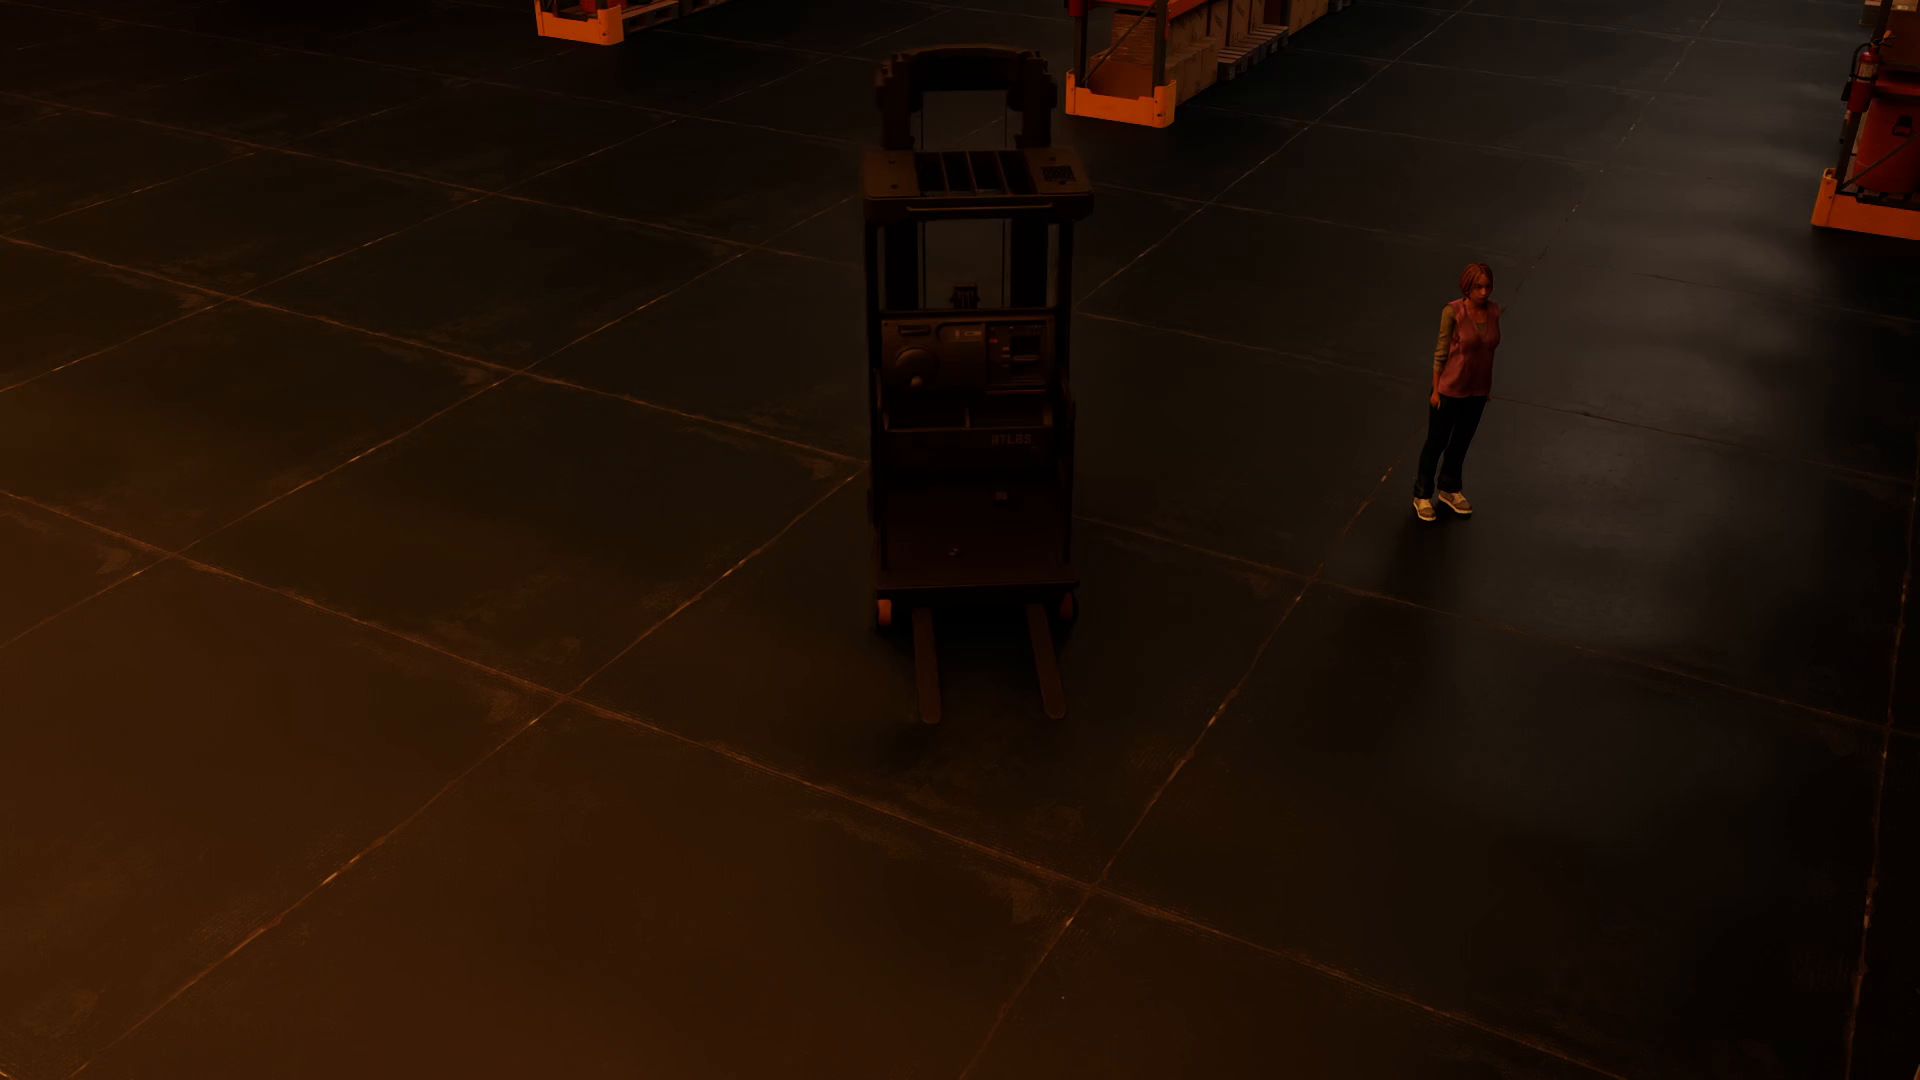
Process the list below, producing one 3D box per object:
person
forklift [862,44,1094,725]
[{"bbox_3d":[2.997,-0.892,9.948,0.405,1.603,0.319,-9,31,-15],"label":"person"},{"bbox_3d":[0.064,-0.955,8.725,1.130,2.935,3.031,-2,30,-3],"label":"forklift"}]
